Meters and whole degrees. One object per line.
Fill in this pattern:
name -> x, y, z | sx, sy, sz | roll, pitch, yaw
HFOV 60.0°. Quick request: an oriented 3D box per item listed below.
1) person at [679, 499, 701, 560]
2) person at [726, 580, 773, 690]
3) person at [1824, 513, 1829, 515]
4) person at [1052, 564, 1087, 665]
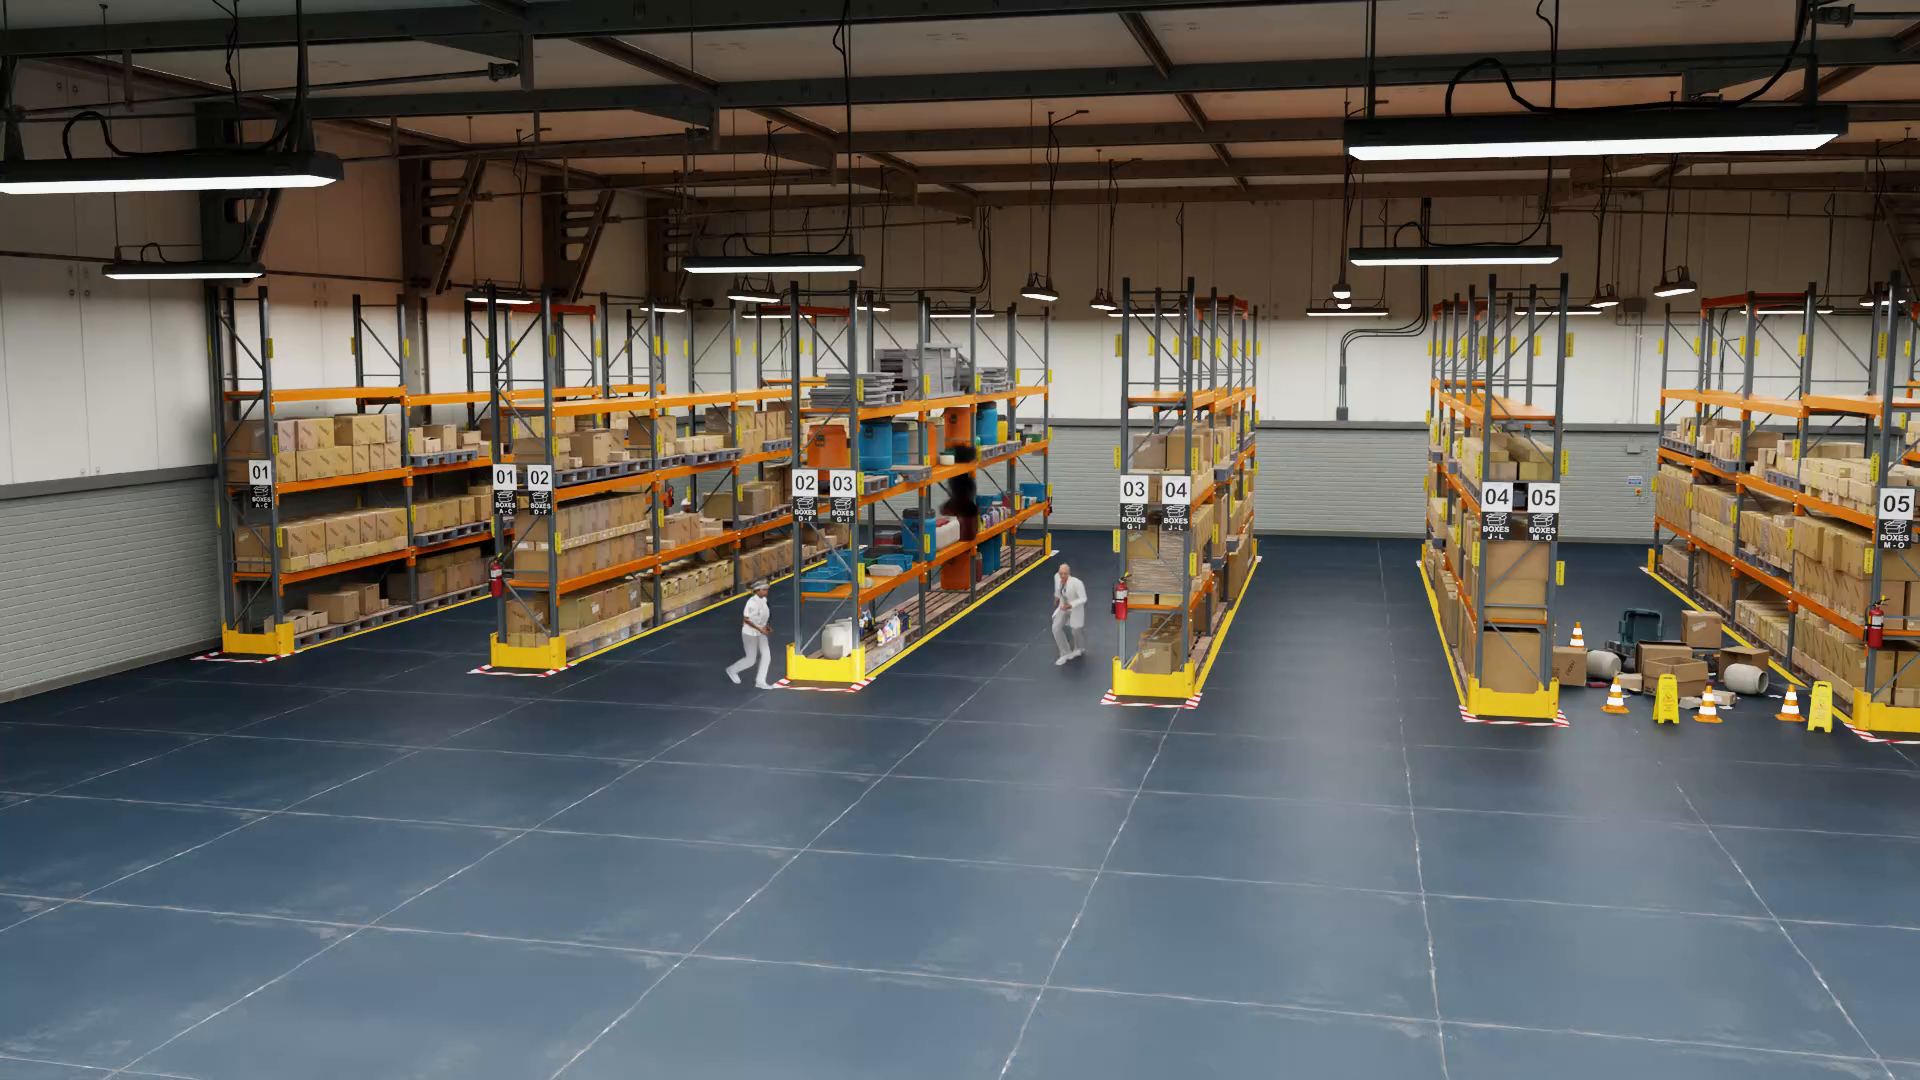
person -> -6.063, -0.112, 37.405 | 0.650, 1.664, 0.752 | 0, 7, 3
person -> -3.099, 1.384, 24.552 | 0.776, 1.644, 0.571 | 4, 7, 28
person -> 18.543, 0.140, 35.650 | 0.829, 1.564, 0.733 | 4, 8, 34
person -> 1.791, 1.140, 26.537 | 0.728, 1.615, 1.155 | 4, 8, 29
